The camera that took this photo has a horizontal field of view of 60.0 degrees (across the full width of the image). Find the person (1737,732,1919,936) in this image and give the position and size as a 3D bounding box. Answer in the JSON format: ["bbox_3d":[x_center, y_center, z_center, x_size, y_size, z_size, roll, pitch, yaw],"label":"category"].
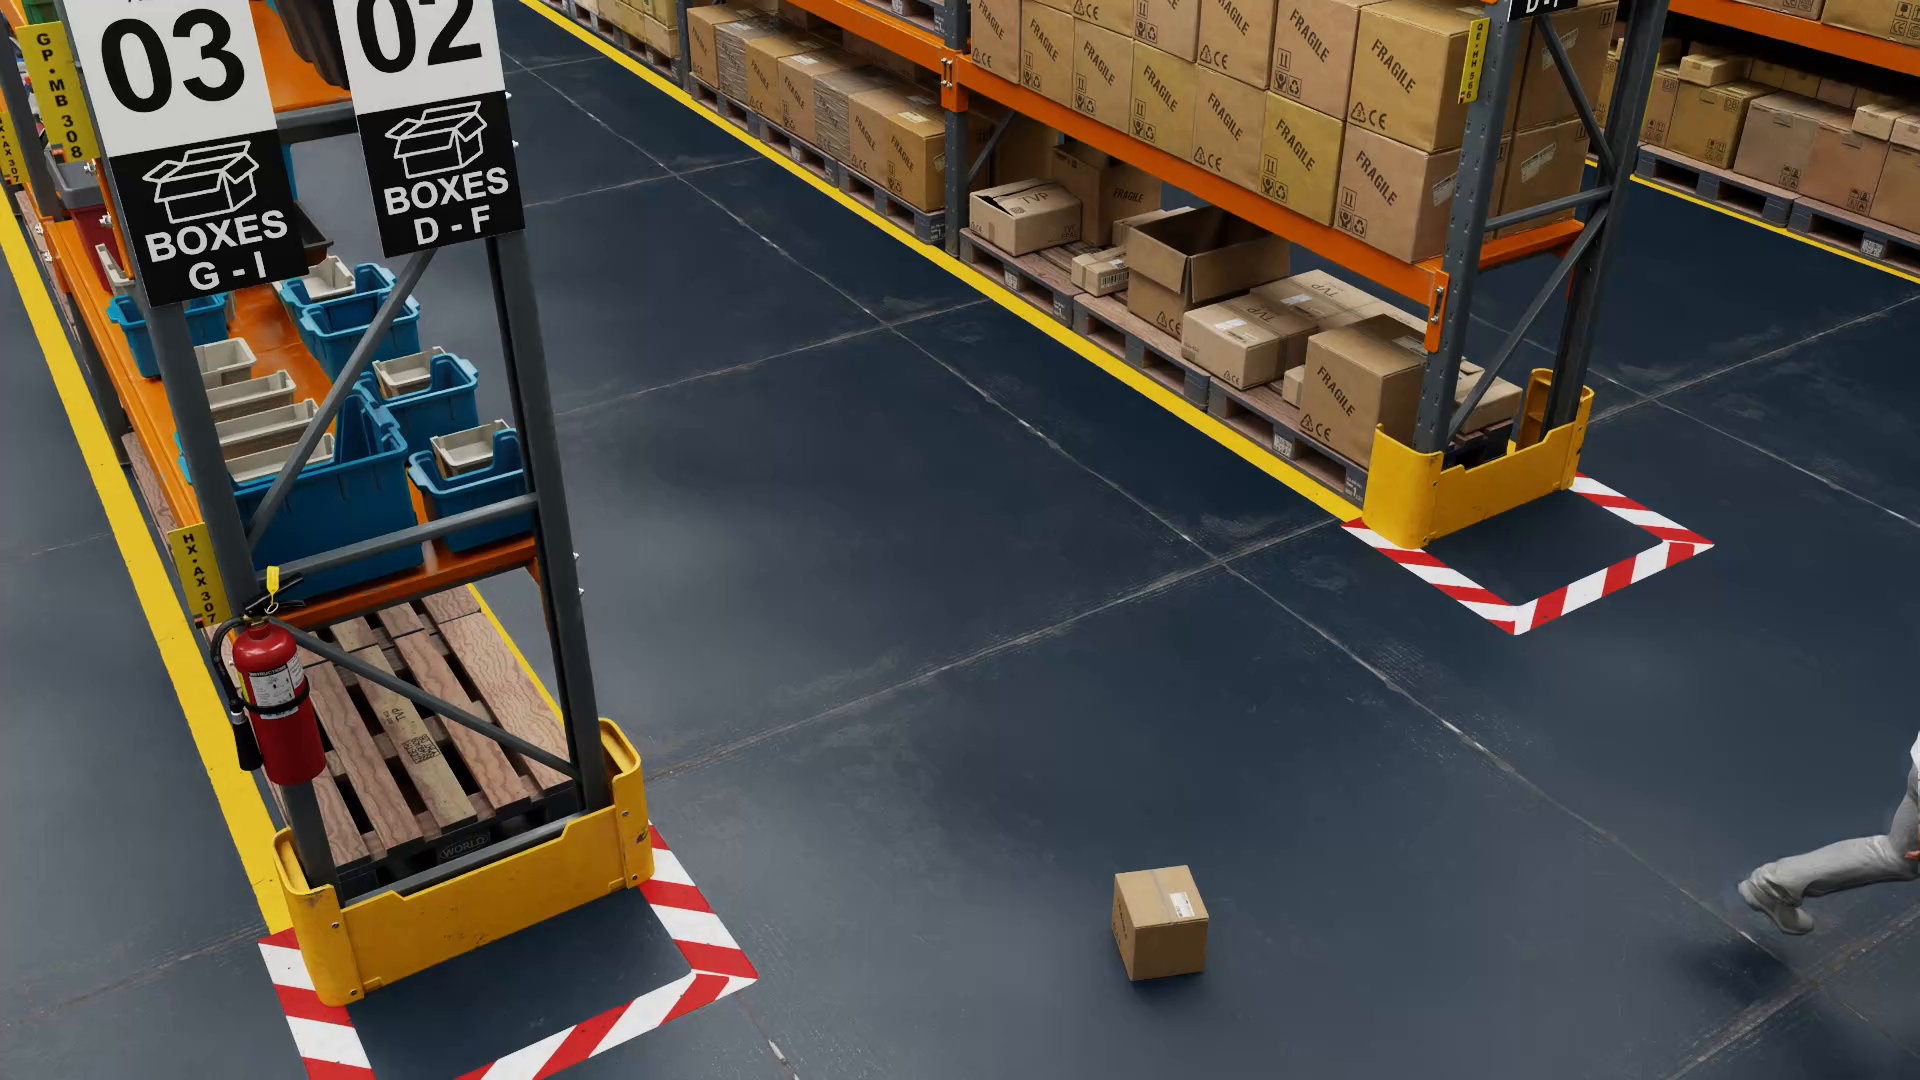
[{"bbox_3d":[3.019,0.715,4.983,0.957,1.731,0.532,7,33,10],"label":"person"}]
